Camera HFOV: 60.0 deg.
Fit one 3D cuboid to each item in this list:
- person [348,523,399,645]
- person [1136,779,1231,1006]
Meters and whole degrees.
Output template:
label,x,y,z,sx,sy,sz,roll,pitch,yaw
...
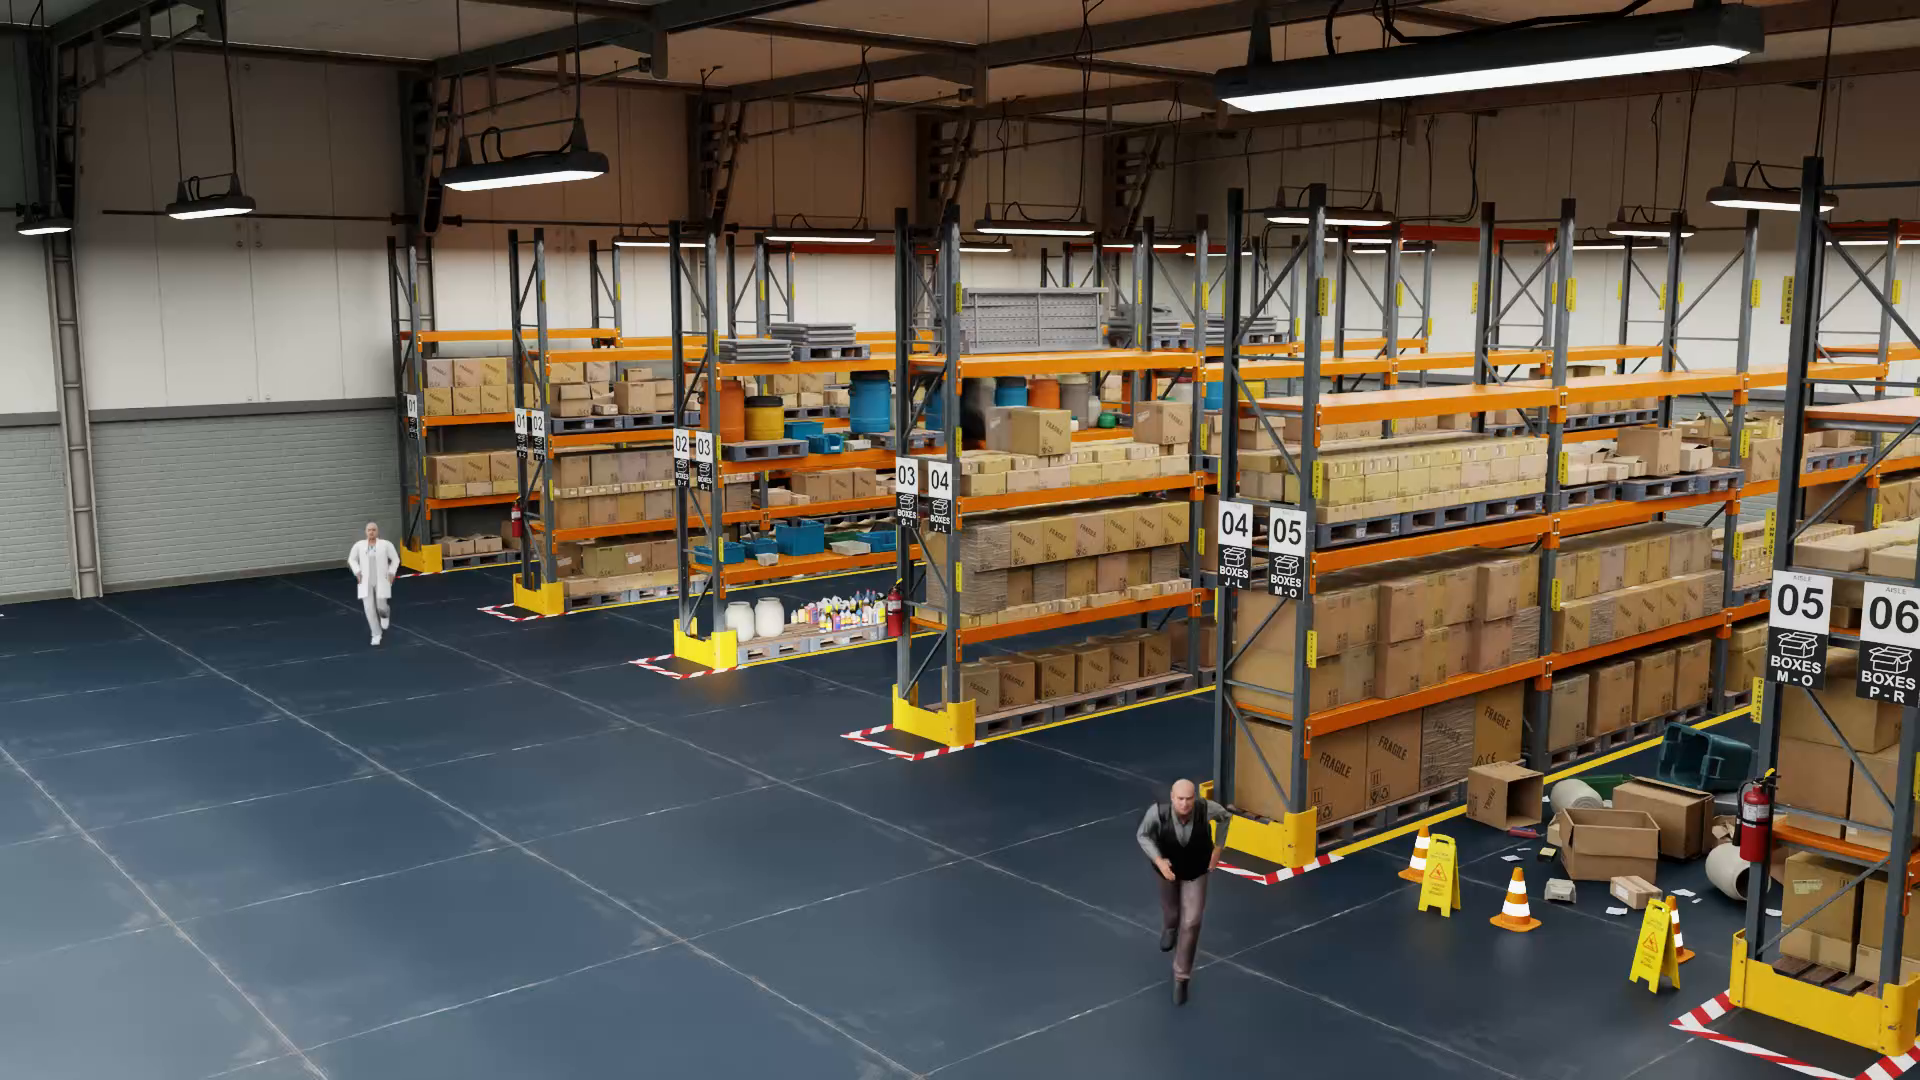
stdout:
label,x,y,z,sx,sy,sz,roll,pitch,yaw
person,-8.519,0.709,24.203,0.712,1.549,0.719,-2,9,-12
person,1.646,2.491,12.384,0.697,1.681,1.007,0,9,2
